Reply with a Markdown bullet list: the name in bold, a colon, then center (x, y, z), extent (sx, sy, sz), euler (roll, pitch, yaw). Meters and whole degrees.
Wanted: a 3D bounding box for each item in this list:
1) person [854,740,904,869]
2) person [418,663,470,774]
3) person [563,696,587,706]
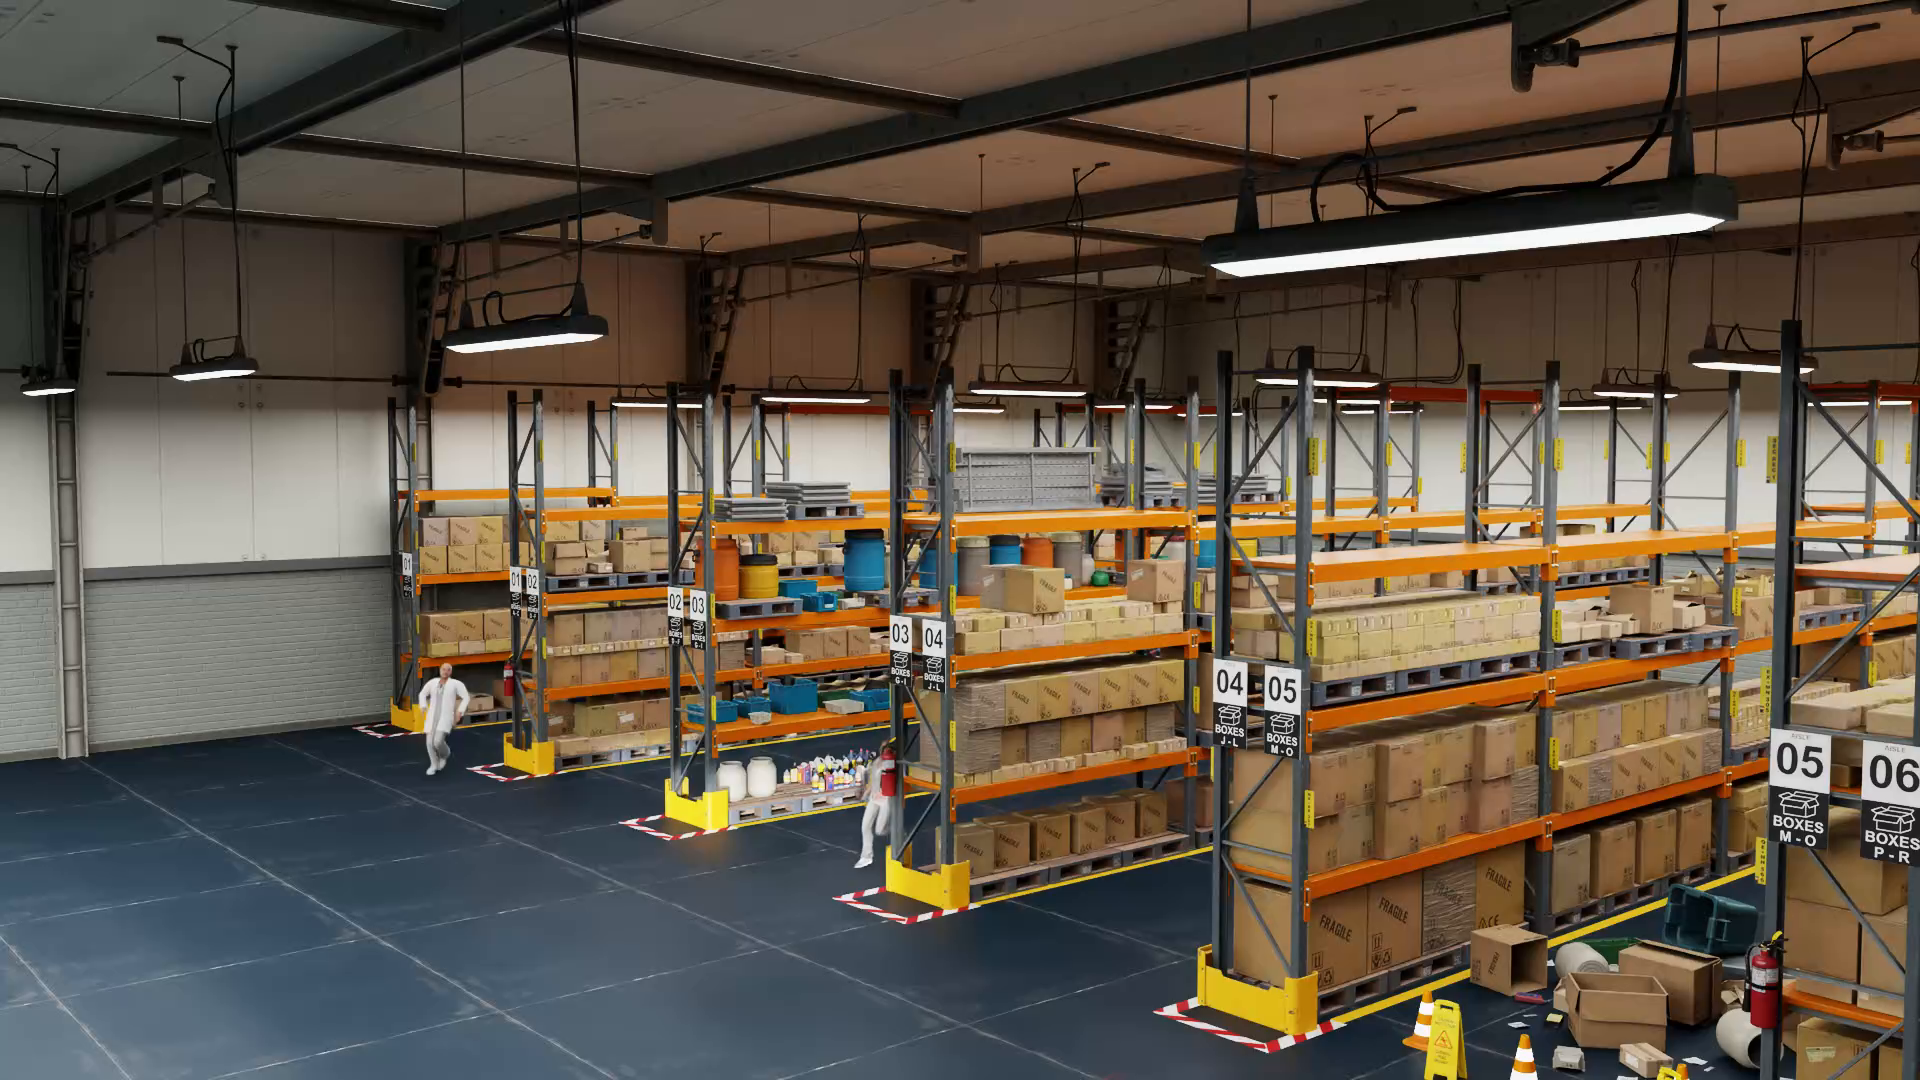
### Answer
- **person**: center (-0.904, 3.211, 20.325), extent (0.581, 1.569, 0.740), euler (3, 4, 41)
- **person**: center (-8.091, 2.792, 25.978), extent (0.787, 1.730, 0.556), euler (0, 3, 4)
- **person**: center (-6.671, 2.662, 29.023), extent (0.620, 1.613, 0.823), euler (3, 4, 38)
